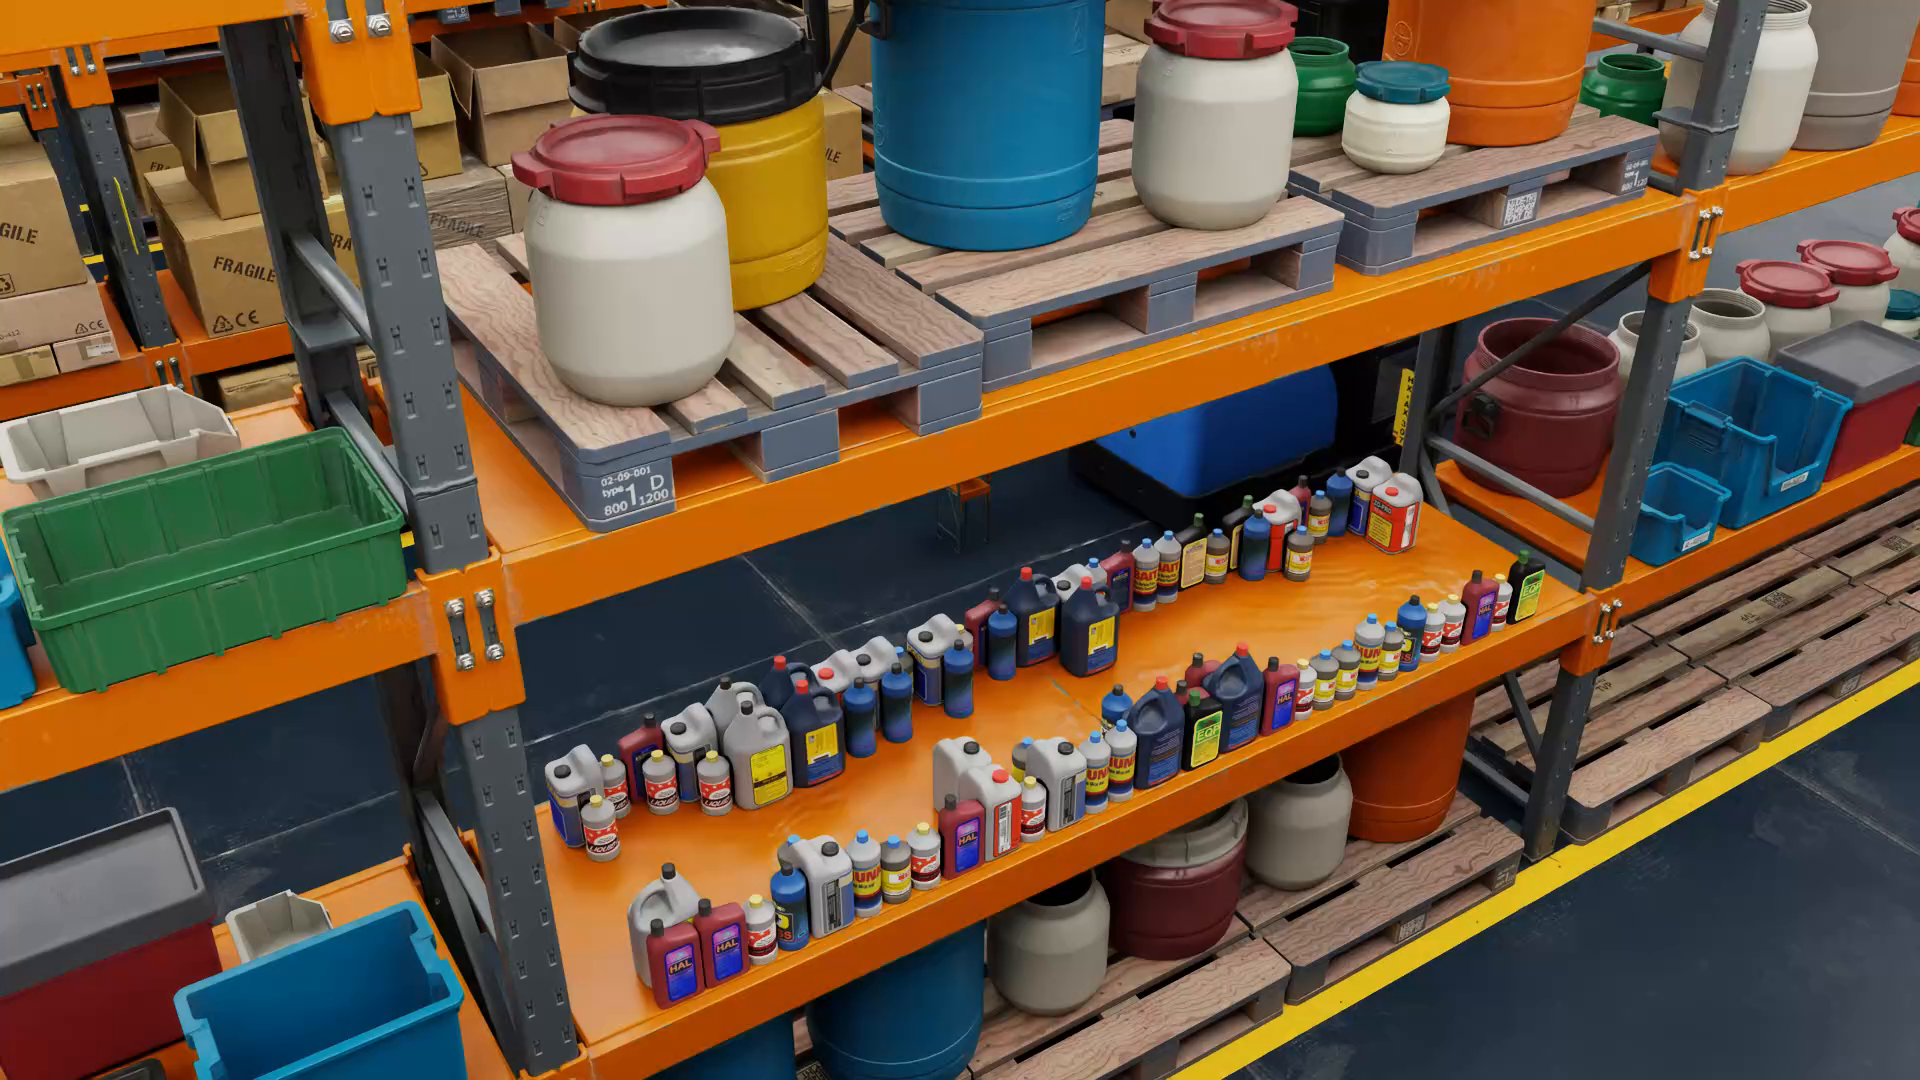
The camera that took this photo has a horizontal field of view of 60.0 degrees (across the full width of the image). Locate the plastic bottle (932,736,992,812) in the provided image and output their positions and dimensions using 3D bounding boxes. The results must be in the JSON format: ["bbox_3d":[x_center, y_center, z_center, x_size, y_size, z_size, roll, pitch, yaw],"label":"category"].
[{"bbox_3d":[0.009,0.704,4.939,0.135,0.276,0.152,-19,37,-27],"label":"plastic bottle"}]

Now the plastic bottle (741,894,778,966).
[{"bbox_3d":[-0.543,1.040,4.477,0.097,0.201,0.097,0,32,0],"label":"plastic bottle"}]

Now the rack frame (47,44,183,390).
[{"bbox_3d":[-3.965,-1.271,7.953,0.127,3.000,1.000,-19,37,-27],"label":"rack frame"}]

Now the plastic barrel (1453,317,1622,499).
[{"bbox_3d":[2.306,-0.533,6.657,0.708,0.536,0.600,-19,37,-27],"label":"plastic barrel"}]

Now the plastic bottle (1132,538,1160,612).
[{"bbox_3d":[0.652,0.117,5.874,0.097,0.271,0.097,0,32,0],"label":"plastic bottle"}]

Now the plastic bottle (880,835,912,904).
[{"bbox_3d":[-0.185,0.916,4.672,0.097,0.201,0.097,0,32,0],"label":"plastic bottle"}]

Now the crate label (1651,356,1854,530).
[{"bbox_3d":[3.062,-0.387,6.519,0.616,0.435,0.502,-19,37,-27],"label":"crate label"}]

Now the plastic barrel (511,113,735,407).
[{"bbox_3d":[-0.704,-0.593,3.546,0.433,0.535,0.433,0,32,0],"label":"plastic barrel"}]

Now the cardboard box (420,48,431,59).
[{"bbox_3d":[-4.057,-3.652,12.974,0.500,0.250,0.500,-18,37,-27],"label":"cardboard box"}]

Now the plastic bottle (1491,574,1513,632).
[{"bbox_3d":[1.864,0.212,5.789,0.097,0.201,0.097,0,32,0],"label":"plastic bottle"}]

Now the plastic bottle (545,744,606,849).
[{"bbox_3d":[-1.126,0.744,4.875,0.135,0.276,0.152,-19,37,-27],"label":"plastic bottle"}]

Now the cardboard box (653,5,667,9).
[{"bbox_3d":[-2.645,-4.042,14.061,0.750,0.750,1.050,-20,37,-28],"label":"cardboard box"}]

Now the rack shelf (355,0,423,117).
[{"bbox_3d":[0.399,-1.692,4.047,4.000,0.370,1.077,-19,37,-27],"label":"rack shelf"}]

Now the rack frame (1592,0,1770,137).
[{"bbox_3d":[2.080,-2.743,4.664,0.127,3.000,1.000,-19,37,-27],"label":"rack frame"}]

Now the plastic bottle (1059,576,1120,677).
[{"bbox_3d":[0.435,0.270,5.557,0.185,0.351,0.144,-19,37,-27],"label":"plastic bottle"}]

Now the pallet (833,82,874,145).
[{"bbox_3d":[-0.062,-2.600,10.239,1.003,0.211,1.213,-19,37,-27],"label":"pallet"}]

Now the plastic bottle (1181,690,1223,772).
[{"bbox_3d":[0.743,0.574,5.138,0.133,0.283,0.061,-19,37,-27],"label":"plastic bottle"}]

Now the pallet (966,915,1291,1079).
[{"bbox_3d":[0.416,1.571,6.062,1.213,0.211,1.003,-19,37,-27],"label":"pallet"}]

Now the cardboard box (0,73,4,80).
[{"bbox_3d":[-6.681,-3.230,11.295,0.250,0.149,0.380,-19,37,-28],"label":"cardboard box"}]

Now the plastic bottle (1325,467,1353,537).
[{"bbox_3d":[1.429,-0.150,6.297,0.097,0.271,0.097,0,32,0],"label":"plastic bottle"}]

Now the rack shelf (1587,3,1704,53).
[{"bbox_3d":[4.440,-3.857,12.727,4.000,0.370,1.077,-19,37,-27],"label":"rack shelf"}]

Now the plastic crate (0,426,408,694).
[{"bbox_3d":[-1.474,0.029,3.279,0.662,0.188,0.450,-19,37,-27],"label":"plastic crate"}]

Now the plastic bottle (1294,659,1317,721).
[{"bbox_3d":[1.098,0.475,5.371,0.097,0.201,0.097,0,32,0],"label":"plastic bottle"}]

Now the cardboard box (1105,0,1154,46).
[{"bbox_3d":[1.352,-3.262,10.619,0.637,0.503,0.797,-15,35,-22],"label":"cardboard box"}]

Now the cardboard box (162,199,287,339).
[{"bbox_3d":[-3.443,-1.334,7.959,0.500,0.500,0.500,-19,37,-27],"label":"cardboard box"}]

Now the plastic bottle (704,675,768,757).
[{"bbox_3d":[-0.687,0.559,5.099,0.185,0.351,0.144,-19,37,-27],"label":"plastic bottle"}]

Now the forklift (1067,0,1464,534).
[{"bbox_3d":[2.095,-1.868,8.964,3.031,2.935,1.130,-21,38,-29],"label":"forklift"}]

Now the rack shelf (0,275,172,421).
[{"bbox_3d":[-5.646,-0.388,7.228,4.000,0.370,1.077,-19,37,-27],"label":"rack shelf"}]

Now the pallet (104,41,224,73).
[{"bbox_3d":[-5.847,-3.599,11.823,1.213,0.211,1.003,-19,37,-27],"label":"pallet"}]

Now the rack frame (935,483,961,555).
[{"bbox_3d":[-0.065,-0.485,8.395,0.006,1.200,0.240,-19,37,-27],"label":"rack frame"}]

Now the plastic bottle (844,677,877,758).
[{"bbox_3d":[-0.312,0.545,5.195,0.097,0.271,0.097,0,32,0],"label":"plastic bottle"}]

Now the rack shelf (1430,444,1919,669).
[{"bbox_3d":[3.761,-0.480,7.373,4.000,0.370,1.077,-19,37,-27],"label":"rack shelf"}]

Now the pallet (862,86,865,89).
[{"bbox_3d":[-1.478,-4.046,14.965,1.213,0.211,1.003,-19,37,-27],"label":"pallet"}]

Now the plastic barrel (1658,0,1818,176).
[{"bbox_3d":[2.507,-1.474,5.359,0.421,0.512,0.421,0,32,0],"label":"plastic barrel"}]

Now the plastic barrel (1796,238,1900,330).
[{"bbox_3d":[3.903,-1.029,7.443,0.433,0.535,0.433,0,32,0],"label":"plastic barrel"}]

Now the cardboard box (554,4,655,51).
[{"bbox_3d":[-1.776,-2.502,8.871,0.637,0.503,0.797,-18,36,-26],"label":"cardboard box"}]

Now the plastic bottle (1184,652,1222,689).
[{"bbox_3d":[0.777,0.471,5.301,0.133,0.283,0.061,-19,37,-27],"label":"plastic bottle"}]

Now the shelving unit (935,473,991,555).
[{"bbox_3d":[0.012,-0.512,8.437,0.189,1.200,0.258,-19,37,-27],"label":"shelving unit"}]

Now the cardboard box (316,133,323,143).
[{"bbox_3d":[-4.926,-3.050,12.723,0.500,0.500,0.500,-18,37,-26],"label":"cardboard box"}]

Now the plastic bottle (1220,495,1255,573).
[{"bbox_3d":[1.015,-0.024,6.087,0.133,0.283,0.061,-19,37,-27],"label":"plastic bottle"}]

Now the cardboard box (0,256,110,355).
[{"bbox_3d":[-4.194,-1.088,7.525,0.500,0.250,0.500,-20,37,-28],"label":"cardboard box"}]

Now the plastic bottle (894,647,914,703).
[{"bbox_3d":[-0.199,0.439,5.428,0.097,0.201,0.097,0,32,0],"label":"plastic bottle"}]

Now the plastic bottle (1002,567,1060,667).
[{"bbox_3d":[0.239,0.240,5.604,0.185,0.351,0.144,-19,37,-27],"label":"plastic bottle"}]

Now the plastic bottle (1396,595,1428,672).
[{"bbox_3d":[1.507,0.305,5.576,0.097,0.271,0.097,0,32,0],"label":"plastic bottle"}]

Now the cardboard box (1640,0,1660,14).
[{"bbox_3d":[5.149,-4.172,12.788,0.250,0.149,0.380,-19,37,-27],"label":"cardboard box"}]

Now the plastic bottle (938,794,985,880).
[{"bbox_3d":[0.004,0.828,4.735,0.133,0.283,0.061,-19,37,-27],"label":"plastic bottle"}]

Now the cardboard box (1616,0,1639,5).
[{"bbox_3d":[4.845,-4.437,12.601,0.500,0.500,0.875,-19,37,-27],"label":"cardboard box"}]

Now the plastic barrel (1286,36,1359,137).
[{"bbox_3d":[1.065,-1.383,5.072,0.294,0.245,0.294,0,32,0],"label":"plastic barrel"}]

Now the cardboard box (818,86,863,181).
[{"bbox_3d":[-0.884,-2.216,9.357,0.500,0.500,0.500,-18,36,-26],"label":"cardboard box"}]

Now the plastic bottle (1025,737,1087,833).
[{"bbox_3d":[0.287,0.705,4.937,0.135,0.276,0.152,-19,37,-27],"label":"plastic bottle"}]

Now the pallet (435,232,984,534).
[{"bbox_3d":[-0.676,-0.509,4.111,1.003,0.211,1.213,-19,37,-27],"label":"pallet"}]

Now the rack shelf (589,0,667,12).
[{"bbox_3d":[-1.525,-4.954,14.467,4.000,0.370,1.077,-19,37,-27],"label":"rack shelf"}]

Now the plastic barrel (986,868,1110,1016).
[{"bbox_3d":[0.303,1.348,5.741,0.421,0.512,0.421,0,32,0],"label":"plastic barrel"}]
